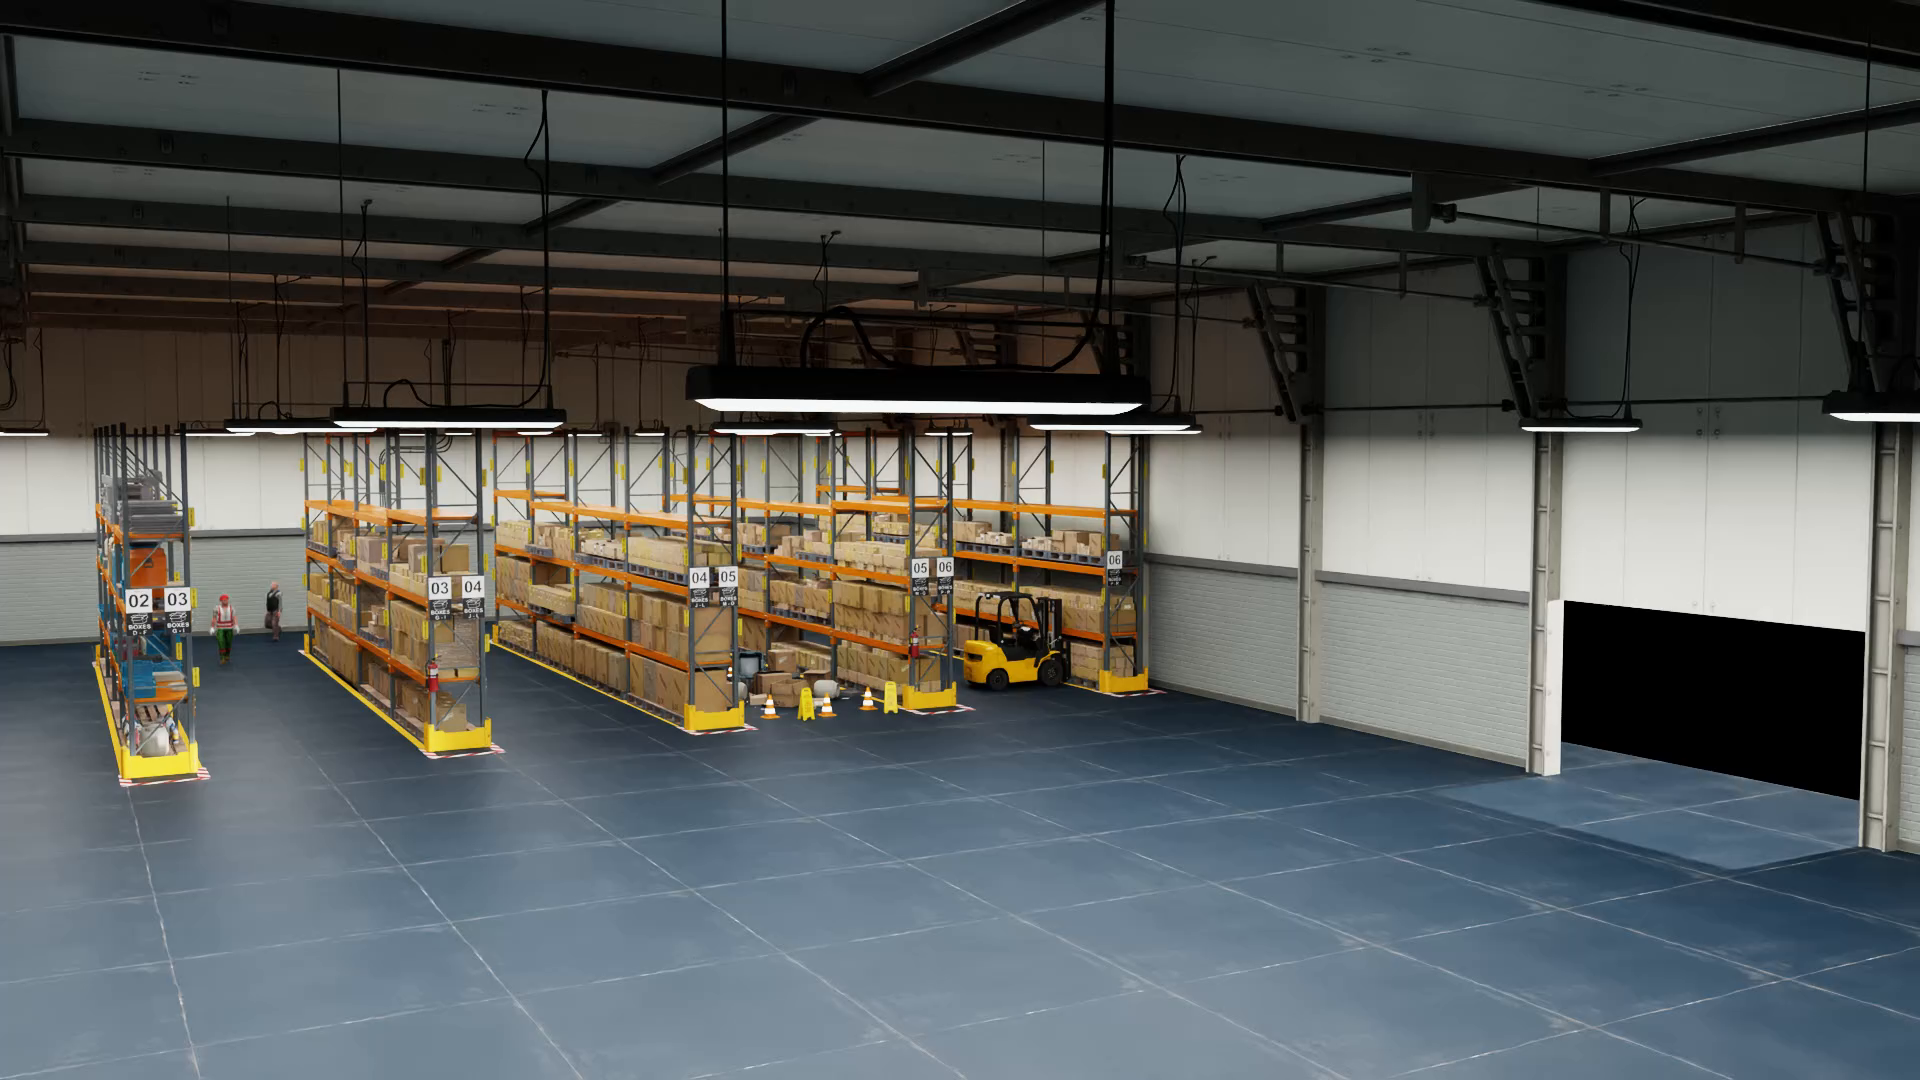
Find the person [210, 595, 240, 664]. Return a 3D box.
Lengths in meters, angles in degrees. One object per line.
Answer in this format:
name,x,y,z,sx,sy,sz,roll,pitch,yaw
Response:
person,-18.752,2.271,42.412,0.694,1.727,1.093,-2,4,-27

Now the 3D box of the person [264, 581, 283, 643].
person,-19.315,2.018,46.864,0.556,1.710,0.521,1,4,20
